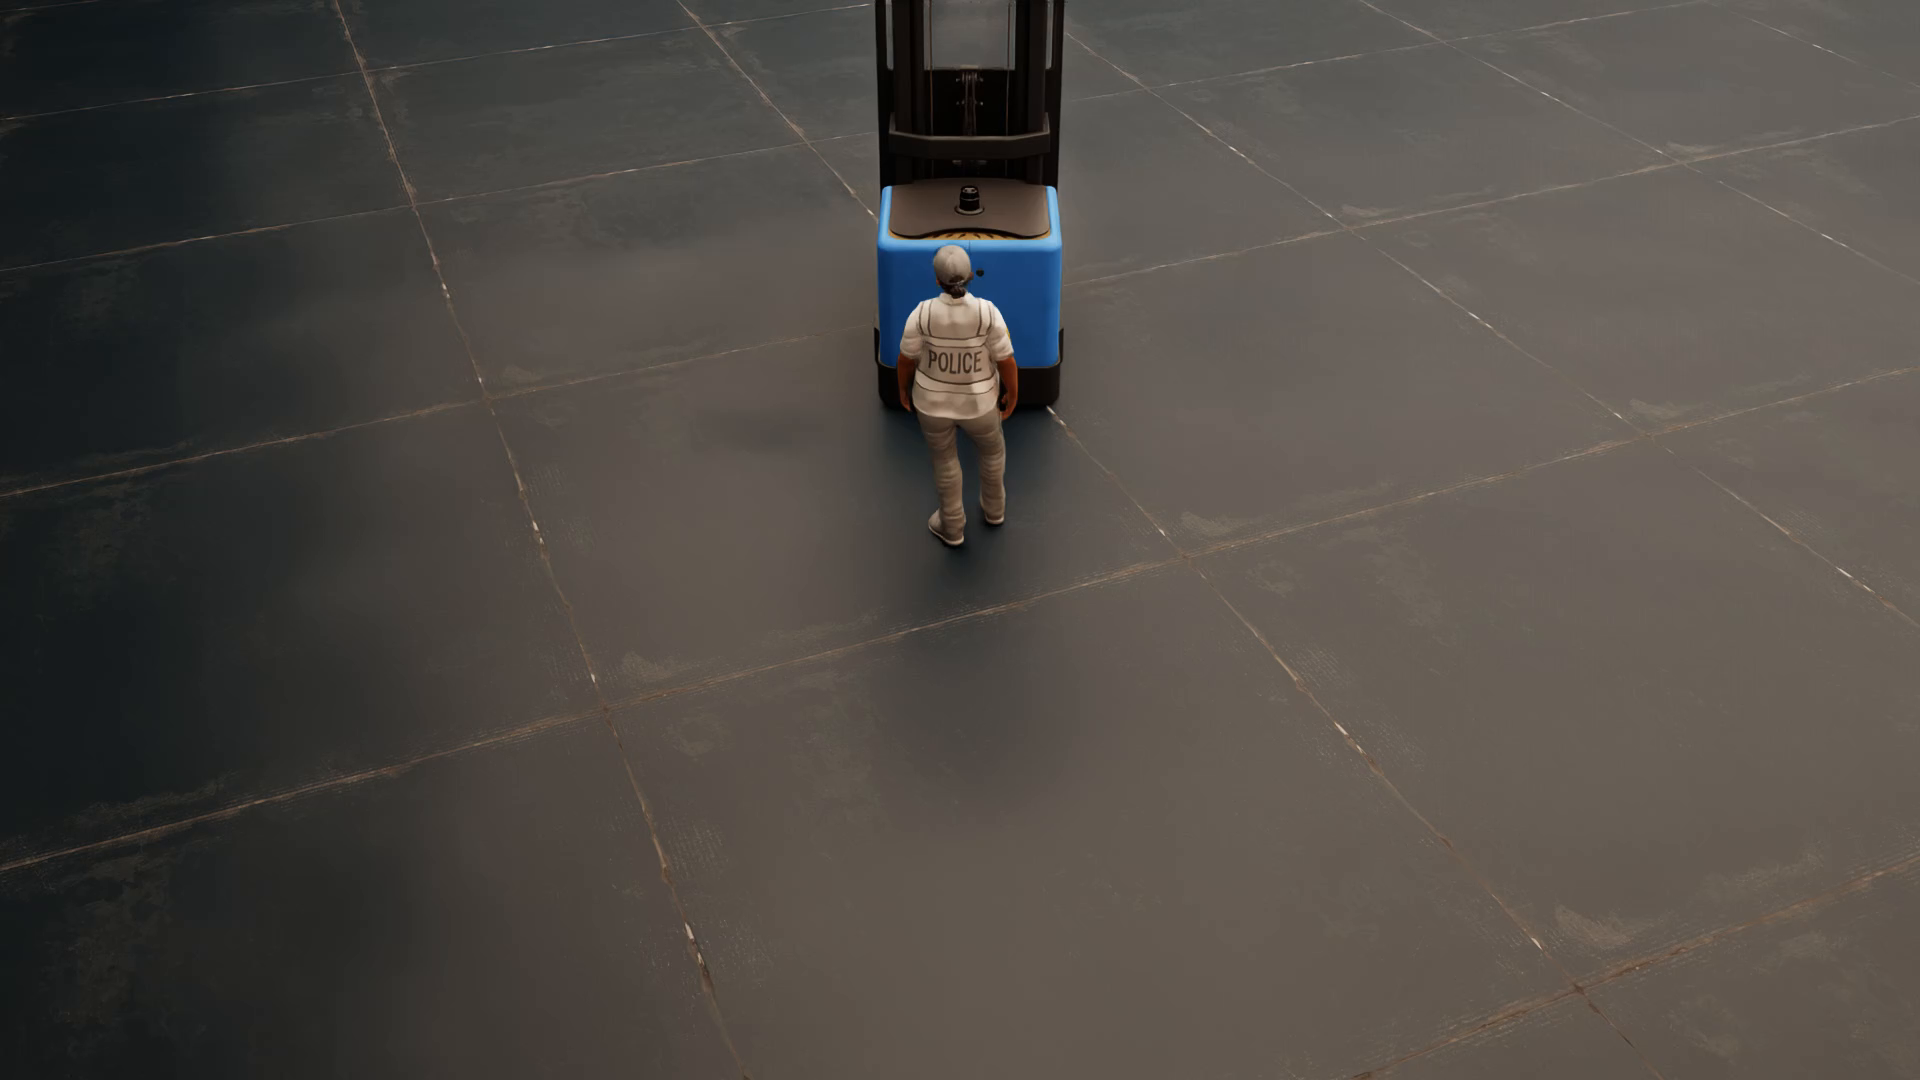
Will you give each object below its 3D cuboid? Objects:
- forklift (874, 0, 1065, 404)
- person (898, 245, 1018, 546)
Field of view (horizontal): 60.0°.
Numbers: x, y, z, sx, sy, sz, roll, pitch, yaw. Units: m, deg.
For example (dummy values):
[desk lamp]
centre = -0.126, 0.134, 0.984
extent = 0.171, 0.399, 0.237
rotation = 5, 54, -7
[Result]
[forklift]
centre = 0.055, -2.797, 10.032
extent = 1.130, 2.935, 3.031
rotation = 0, 35, 0
[person]
centre = -0.004, -0.752, 8.269
extent = 0.588, 1.663, 0.584
rotation = 2, 35, 2
